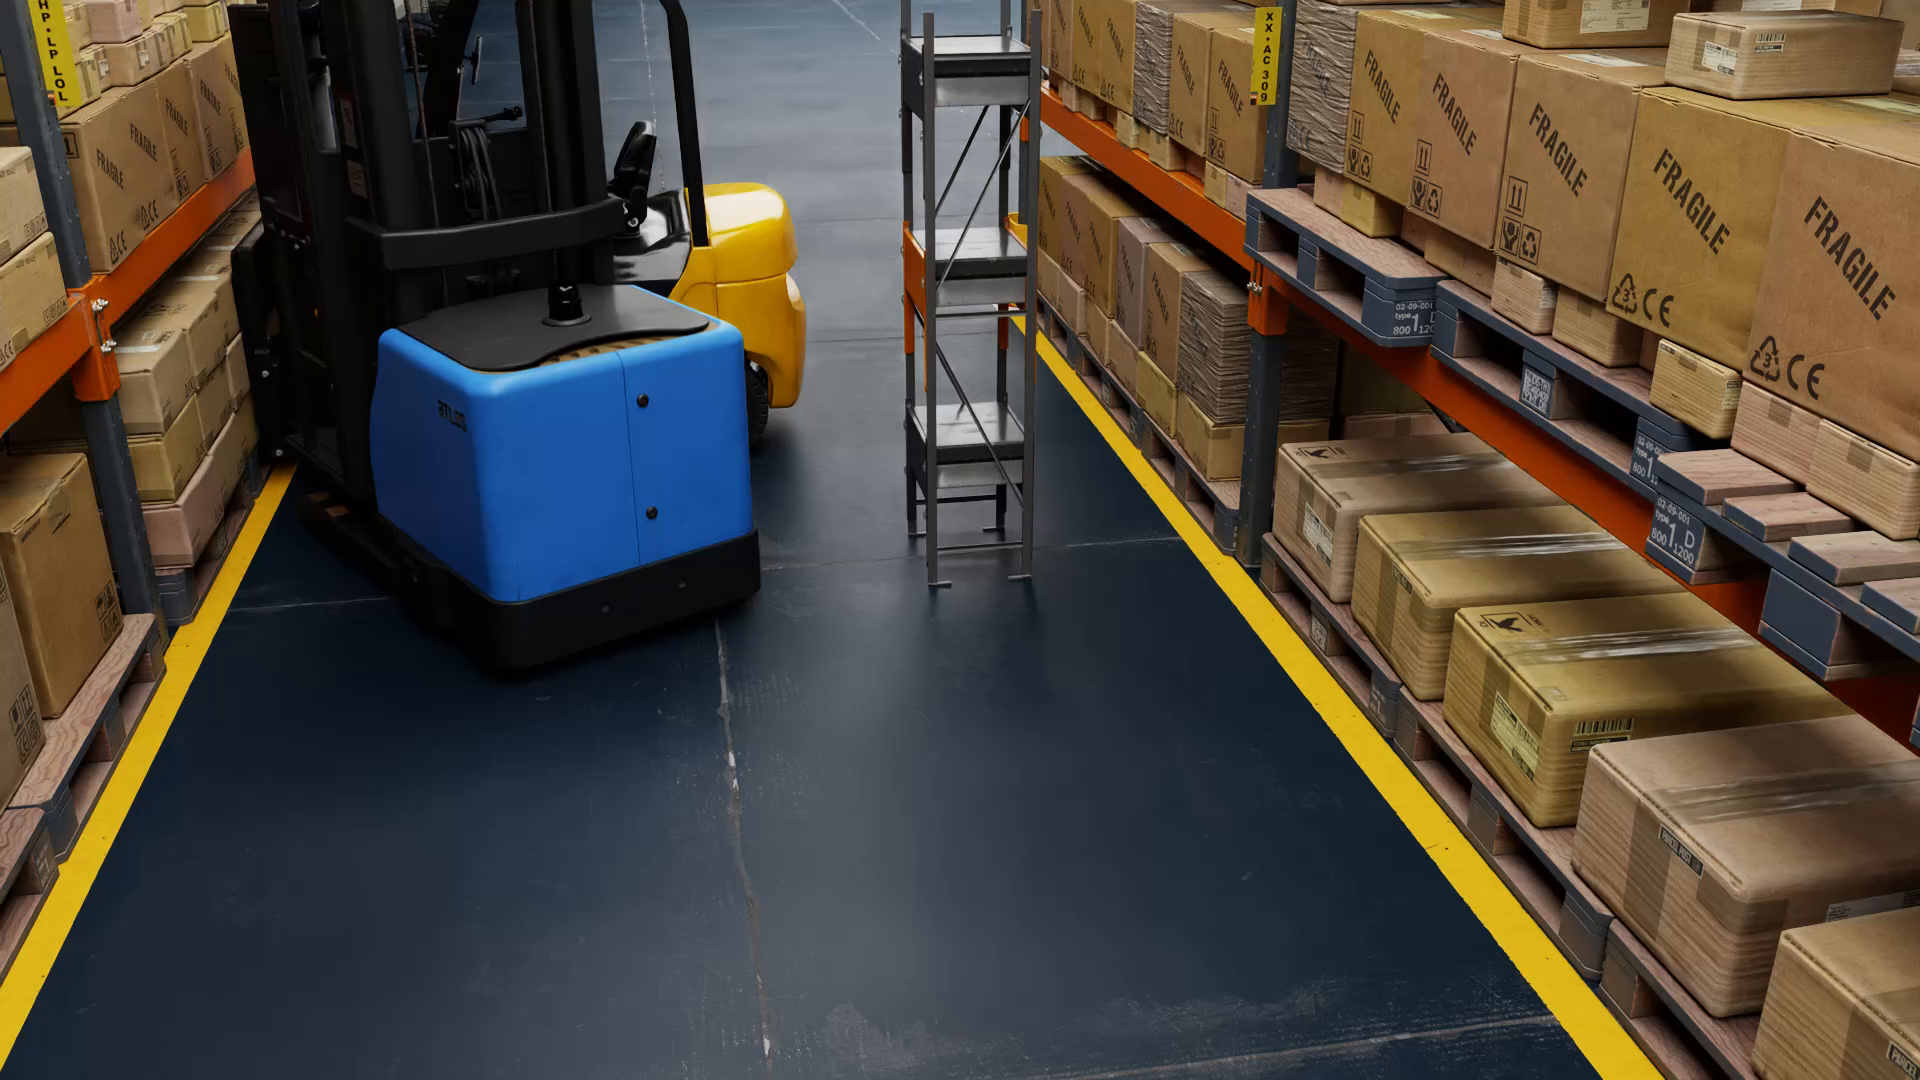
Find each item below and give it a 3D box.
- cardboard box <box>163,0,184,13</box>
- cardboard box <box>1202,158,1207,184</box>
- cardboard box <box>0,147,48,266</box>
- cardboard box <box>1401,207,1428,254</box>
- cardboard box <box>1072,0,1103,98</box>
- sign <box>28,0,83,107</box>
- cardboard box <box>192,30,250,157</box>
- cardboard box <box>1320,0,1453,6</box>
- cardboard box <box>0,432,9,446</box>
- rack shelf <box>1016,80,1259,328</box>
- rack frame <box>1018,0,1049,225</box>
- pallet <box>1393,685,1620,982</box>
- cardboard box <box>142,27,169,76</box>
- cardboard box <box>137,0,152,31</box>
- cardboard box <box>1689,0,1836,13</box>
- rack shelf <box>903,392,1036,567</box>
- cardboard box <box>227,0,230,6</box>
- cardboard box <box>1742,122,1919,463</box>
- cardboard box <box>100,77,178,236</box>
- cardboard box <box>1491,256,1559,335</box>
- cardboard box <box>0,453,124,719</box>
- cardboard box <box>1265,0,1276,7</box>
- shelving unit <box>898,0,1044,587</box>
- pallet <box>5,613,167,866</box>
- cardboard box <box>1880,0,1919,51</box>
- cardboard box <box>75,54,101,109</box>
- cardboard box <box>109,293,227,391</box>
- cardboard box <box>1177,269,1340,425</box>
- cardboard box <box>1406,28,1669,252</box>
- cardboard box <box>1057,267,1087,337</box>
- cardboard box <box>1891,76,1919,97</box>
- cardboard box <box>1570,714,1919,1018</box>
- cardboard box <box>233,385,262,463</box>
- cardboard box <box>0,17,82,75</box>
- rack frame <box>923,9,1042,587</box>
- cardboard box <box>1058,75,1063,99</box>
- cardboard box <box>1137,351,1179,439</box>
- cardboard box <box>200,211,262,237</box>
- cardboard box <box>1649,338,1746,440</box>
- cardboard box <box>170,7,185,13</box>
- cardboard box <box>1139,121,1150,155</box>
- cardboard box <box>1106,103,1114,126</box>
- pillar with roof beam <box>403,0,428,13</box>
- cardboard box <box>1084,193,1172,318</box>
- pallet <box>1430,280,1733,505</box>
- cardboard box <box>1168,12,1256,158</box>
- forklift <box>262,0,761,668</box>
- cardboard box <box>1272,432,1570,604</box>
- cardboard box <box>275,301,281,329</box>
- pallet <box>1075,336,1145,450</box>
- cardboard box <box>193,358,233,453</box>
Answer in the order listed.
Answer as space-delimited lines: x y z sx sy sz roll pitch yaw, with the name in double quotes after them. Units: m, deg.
-3.463 -2.272 6.897 0.380 0.149 0.250 -4 24 -9 "cardboard box"
1.208 -1.511 6.776 0.380 0.149 0.250 -4 24 -9 "cardboard box"
-2.944 -0.934 4.703 0.500 0.250 0.500 -5 24 -11 "cardboard box"
1.548 -0.948 4.962 0.380 0.149 0.250 -3 24 -6 "cardboard box"
0.861 -2.461 8.141 0.500 0.500 0.500 -5 24 -11 "cardboard box"
-2.755 -1.486 5.056 0.100 0.325 0.005 -4 24 -10 "sign"
-3.495 -1.986 7.425 0.500 0.500 0.500 -5 24 -11 "cardboard box"
1.331 -1.777 5.239 0.380 0.149 0.250 -4 24 -10 "cardboard box"
-3.567 -0.517 5.848 0.500 0.250 0.500 -4 24 -9 "cardboard box"
1.221 -1.773 7.961 1.077 0.370 4.000 -4 24 -10 "rack shelf"
0.852 -2.890 9.619 1.000 3.000 0.127 -4 24 -10 "rack frame"
1.966 0.749 4.772 1.003 0.211 1.213 -4 24 -10 "pallet"
-3.231 -1.843 6.288 0.380 0.149 0.250 -5 24 -10 "cardboard box"
-3.268 -1.979 6.226 0.380 0.149 0.250 -5 24 -11 "cardboard box"
2.112 -1.447 4.484 0.380 0.149 0.250 -5 24 -12 "cardboard box"
0.031 -0.243 6.466 0.431 0.518 0.480 -4 24 -10 "rack shelf"
-3.587 -2.445 7.665 0.380 0.149 0.250 -4 24 -10 "cardboard box"
1.867 -0.478 3.076 0.500 0.500 0.500 -5 24 -11 "cardboard box"
-3.224 -1.391 6.062 0.500 0.500 0.500 -4 24 -9 "cardboard box"
1.597 -0.638 4.253 0.380 0.149 0.250 -3 24 -8 "cardboard box"
-3.179 0.153 5.095 0.875 0.625 0.625 -3 24 -7 "cardboard box"
1.650 -2.348 6.633 0.700 0.500 0.500 -4 24 -9 "cardboard box"
0.031 -0.897 6.181 0.431 2.100 0.503 -4 24 -10 "shelving unit"
-3.112 0.617 5.073 1.003 0.211 1.213 -4 24 -10 "pallet"
5.934 -3.007 9.700 0.875 0.550 0.550 -4 24 -10 "cardboard box"
-3.136 -1.537 5.586 0.380 0.149 0.250 -4 24 -9 "cardboard box"
-3.152 -0.753 6.389 0.500 0.250 0.500 -4 24 -10 "cardboard box"
1.218 -0.805 6.820 0.500 0.500 0.500 -5 24 -10 "cardboard box"
1.567 -1.093 4.483 0.500 0.500 0.500 -4 24 -10 "cardboard box"
0.816 -1.283 8.851 0.500 0.250 0.500 -3 24 -8 "cardboard box"
2.267 -0.724 3.640 0.500 0.500 0.500 -4 24 -9 "cardboard box"
2.092 0.756 4.029 0.950 0.372 0.625 -5 24 -11 "cardboard box"
-3.270 -0.494 7.044 0.500 0.250 0.500 -4 24 -9 "cardboard box"
-3.054 -1.574 5.300 0.380 0.149 0.250 -4 24 -9 "cardboard box"
0.076 -0.801 5.961 0.400 2.100 0.015 -4 24 -10 "rack frame"
0.741 -2.417 8.850 0.380 0.149 0.250 -5 24 -11 "cardboard box"
1.109 -0.670 7.447 0.500 0.250 0.500 -5 24 -11 "cardboard box"
-3.431 -1.355 7.767 0.500 0.250 0.500 -4 24 -9 "cardboard box"
1.724 -0.335 3.557 0.380 0.149 0.250 -4 24 -9 "cardboard box"
-3.468 -2.141 6.968 0.380 0.149 0.250 -4 24 -10 "cardboard box"
1.023 -1.807 7.454 0.380 0.149 0.250 -5 24 -11 "cardboard box"
0.931 -2.115 8.159 0.380 0.149 0.250 -3 24 -8 "cardboard box"
-3.881 -12.328 23.734 9.100 9.000 0.400 -4 24 -10 "pillar with roof beam"
0.920 -1.415 8.217 0.500 0.500 0.500 -4 24 -9 "cardboard box"
1.925 -0.431 4.228 1.003 0.211 1.213 -4 24 -10 "pallet"
1.163 -1.857 6.757 0.500 0.500 0.500 -4 24 -8 "cardboard box"
-2.064 -1.430 6.361 1.130 2.935 3.031 -18 30 -36 "forklift"
1.691 -0.098 5.986 0.950 0.372 0.625 -4 24 -9 "cardboard box"
-3.430 -1.114 7.840 0.500 0.250 0.500 -5 24 -11 "cardboard box"
1.203 -0.781 8.274 1.003 0.211 1.213 -4 24 -10 "pallet"
-3.167 -0.520 6.479 0.500 0.250 0.500 -4 24 -10 "cardboard box"
